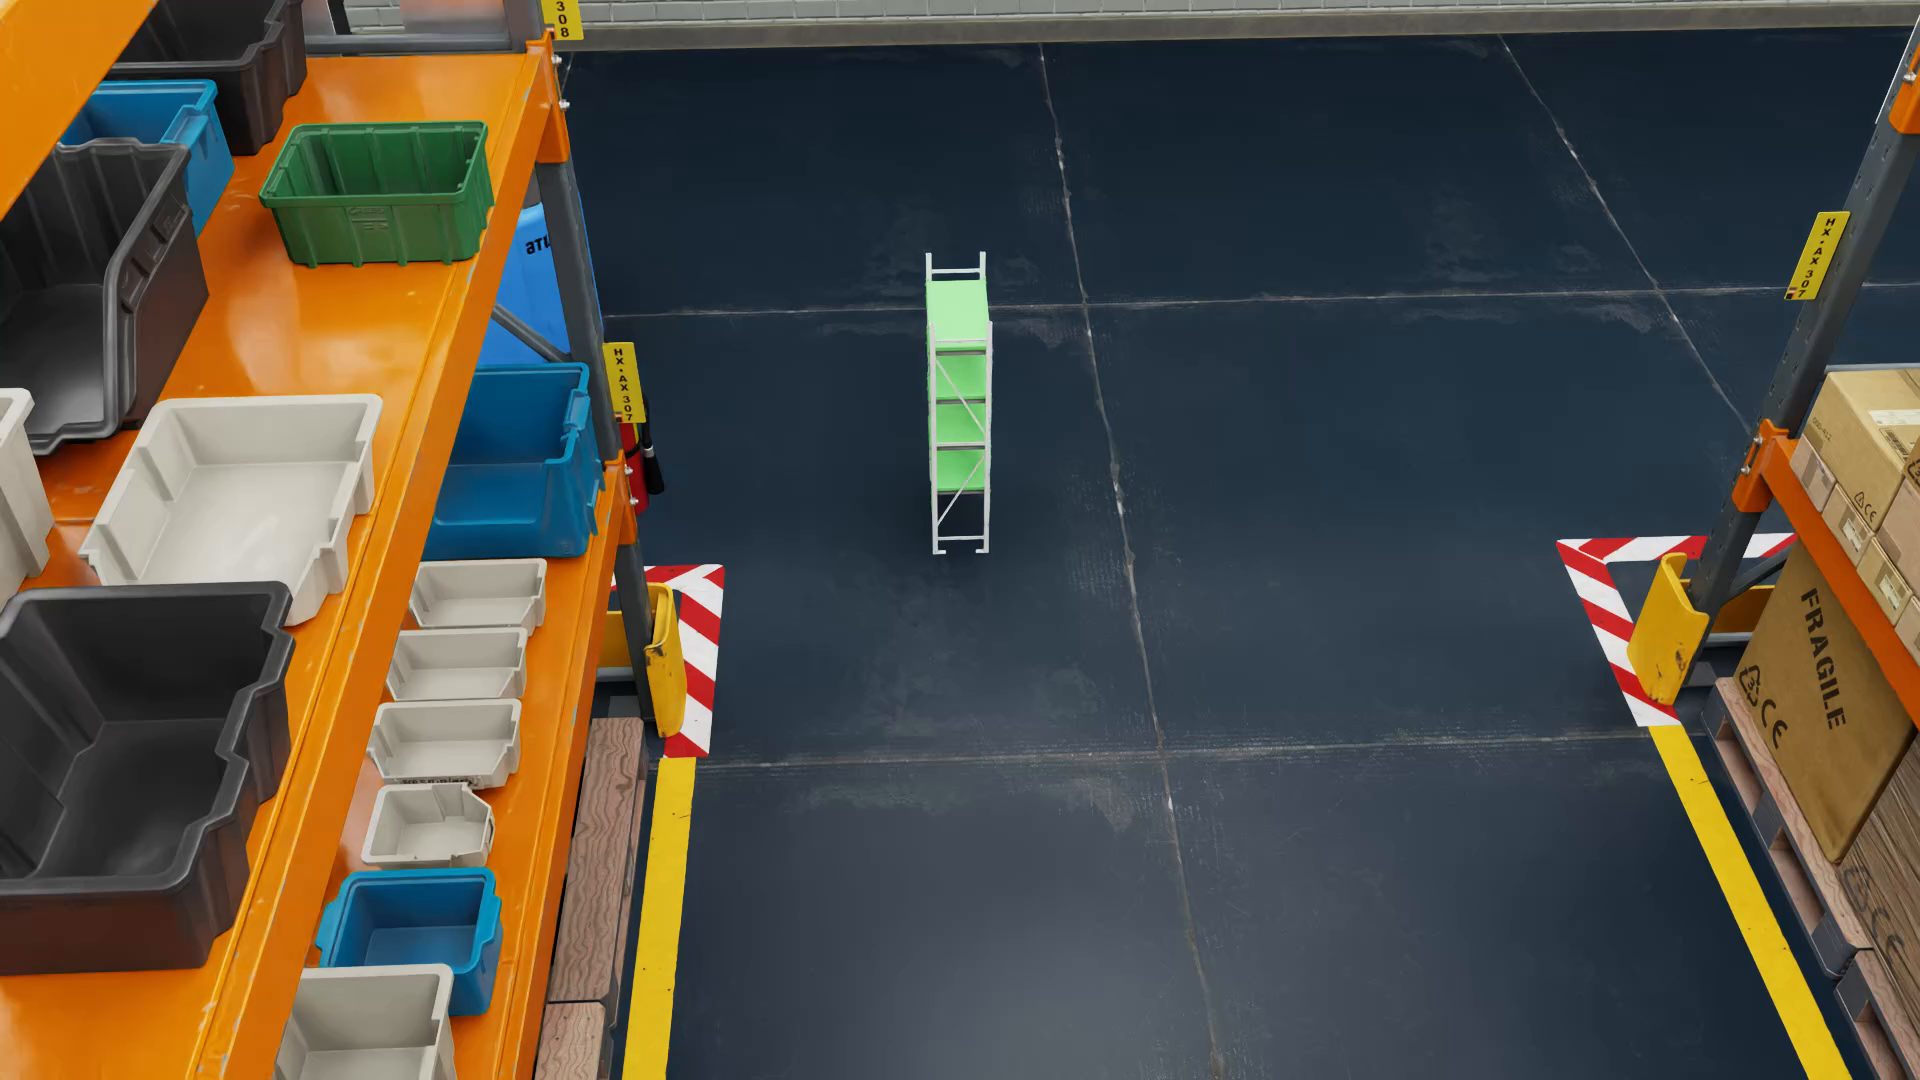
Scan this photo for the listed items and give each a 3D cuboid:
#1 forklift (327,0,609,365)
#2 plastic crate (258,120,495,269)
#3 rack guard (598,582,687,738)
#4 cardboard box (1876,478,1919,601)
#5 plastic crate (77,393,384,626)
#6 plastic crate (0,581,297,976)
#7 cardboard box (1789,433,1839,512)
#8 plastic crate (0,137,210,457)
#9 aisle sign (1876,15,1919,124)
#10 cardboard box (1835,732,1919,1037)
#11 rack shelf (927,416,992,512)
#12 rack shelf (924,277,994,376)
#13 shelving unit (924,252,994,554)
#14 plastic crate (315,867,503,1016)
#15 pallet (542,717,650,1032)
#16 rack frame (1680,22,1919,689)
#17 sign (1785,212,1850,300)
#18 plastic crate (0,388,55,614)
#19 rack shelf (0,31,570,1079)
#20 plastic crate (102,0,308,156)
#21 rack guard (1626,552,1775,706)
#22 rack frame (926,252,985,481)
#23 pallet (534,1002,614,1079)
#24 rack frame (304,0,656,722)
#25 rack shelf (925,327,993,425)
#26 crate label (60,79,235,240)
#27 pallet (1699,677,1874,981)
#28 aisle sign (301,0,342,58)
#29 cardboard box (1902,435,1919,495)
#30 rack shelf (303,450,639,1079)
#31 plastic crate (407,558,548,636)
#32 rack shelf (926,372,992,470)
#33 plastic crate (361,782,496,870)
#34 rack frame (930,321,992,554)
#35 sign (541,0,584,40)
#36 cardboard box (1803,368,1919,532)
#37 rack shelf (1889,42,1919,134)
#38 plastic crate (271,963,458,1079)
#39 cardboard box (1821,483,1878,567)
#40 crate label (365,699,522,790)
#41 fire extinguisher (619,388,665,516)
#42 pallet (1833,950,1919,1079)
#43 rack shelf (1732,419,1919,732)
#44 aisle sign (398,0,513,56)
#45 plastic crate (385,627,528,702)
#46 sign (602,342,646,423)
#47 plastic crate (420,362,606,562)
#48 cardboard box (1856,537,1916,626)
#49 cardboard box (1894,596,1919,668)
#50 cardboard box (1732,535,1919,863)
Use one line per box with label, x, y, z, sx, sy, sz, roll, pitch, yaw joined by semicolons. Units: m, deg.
forklift;-3.143;-1.462;6.676;3.031;2.935;1.130;-28;49;-27
plastic crate;-1.326;-0.798;3.838;0.450;0.188;0.336;-2;43;-2
rack guard;-1.667;0.478;6.359;1.175;0.500;0.348;-2;43;-2
cardboard box;3.075;0.058;4.858;0.500;0.250;0.500;-2;43;-2
plastic crate;-1.317;-0.049;3.058;0.437;0.136;0.530;-2;43;-2
plastic crate;-1.262;0.368;2.505;0.497;0.269;0.590;-2;43;-2
cardboard box;2.981;-0.228;5.465;0.380;0.149;0.250;-1;43;-1
plastic crate;-1.863;-0.472;3.371;0.504;0.338;0.767;-2;43;-2
aisle sign;2.993;-1.568;4.817;0.394;0.787;0.004;-2;43;-2
cardboard box;3.441;1.102;5.089;0.875;0.875;0.875;-2;43;-2
rack shelf;-0.007;-0.330;7.172;0.258;0.148;0.480;-2;43;-2
rack shelf;-0.007;-0.861;6.685;0.258;0.148;0.480;-2;43;-2
shelving unit;-0.007;-0.554;6.966;0.258;1.200;0.503;-2;43;-2
plastic crate;-1.310;0.991;4.029;0.416;0.233;0.300;-2;43;-2
pallet;-1.657;1.158;5.831;1.003;0.211;1.213;-2;43;-2
rack frame;3.296;-0.570;5.652;1.000;3.000;0.127;-2;43;-2
sign;2.741;-0.907;5.320;0.100;0.325;0.005;-2;43;-2
plastic crate;-1.867;0.015;2.882;0.437;0.282;0.530;-2;43;-2
rack shelf;-1.568;0.082;3.254;1.077;0.370;4.000;-2;43;-2
plastic crate;-1.915;-1.218;4.235;0.497;0.269;0.590;-2;43;-2
rack guard;3.294;0.335;6.514;1.175;0.500;0.348;-2;43;-2
rack frame;-0.017;-0.719;7.146;0.240;1.200;0.015;-2;43;-2
pallet;-1.608;1.979;4.934;1.003;0.211;1.213;-2;43;-2
rack frame;-1.653;-0.428;5.497;1.000;3.000;0.127;-2;43;-2
rack shelf;-0.007;-0.684;6.847;0.258;0.148;0.480;-2;43;-2
crate label;-1.937;-0.847;3.844;0.408;0.251;0.502;-2;43;-2
pallet;3.408;0.995;6.008;1.003;0.211;1.213;-2;43;-2
aisle sign;-1.953;-1.426;4.662;0.394;0.787;0.004;-2;43;-2
cardboard box;3.067;-0.232;4.619;0.500;0.500;0.500;-3;43;-3
rack shelf;-1.568;1.187;4.267;1.077;0.370;4.000;-2;43;-2
plastic crate;-1.437;0.192;4.971;0.396;0.136;0.243;-2;43;-2
rack shelf;-0.007;-0.507;7.010;0.258;0.148;0.480;-2;43;-2
plastic crate;-1.372;0.775;4.335;0.298;0.136;0.250;-2;43;-2
rack frame;0.003;-0.389;6.787;0.240;1.200;0.015;-2;43;-2
sign;-1.104;-1.522;4.548;0.100;0.325;0.005;-2;43;-2
cardboard box;3.046;-0.293;5.240;0.500;0.250;0.500;-3;43;-3
rack shelf;3.380;-0.061;3.409;1.077;0.370;4.000;-2;43;-2
plastic crate;-1.364;1.258;3.701;0.437;0.282;0.530;-2;43;-2
cardboard box;2.993;-0.055;5.276;0.380;0.149;0.250;-2;43;-2
crate label;-1.403;0.576;4.553;0.396;0.136;0.243;-2;43;-2
fire extinguisher;-1.205;-0.377;5.775;0.296;0.674;0.183;-2;43;-2
pallet;3.456;1.817;5.112;1.003;0.211;1.213;-2;43;-2
rack shelf;3.380;1.045;4.422;1.077;0.370;4.000;-2;43;-2
aisle sign;-1.363;-1.443;4.681;0.394;0.787;0.004;-2;43;-2
plastic crate;-1.440;0.388;4.757;0.396;0.136;0.243;-2;43;-2
sign;-1.104;-0.515;5.471;0.100;0.325;0.005;-2;43;-2
plastic crate;-1.452;-0.242;5.224;0.616;0.435;0.499;-2;43;-2
cardboard box;3.004;0.118;5.088;0.380;0.149;0.250;-3;43;-3
cardboard box;3.017;0.294;4.896;0.380;0.149;0.250;-2;43;-2
cardboard box;3.403;0.488;5.759;0.875;0.875;0.875;-2;43;-2
